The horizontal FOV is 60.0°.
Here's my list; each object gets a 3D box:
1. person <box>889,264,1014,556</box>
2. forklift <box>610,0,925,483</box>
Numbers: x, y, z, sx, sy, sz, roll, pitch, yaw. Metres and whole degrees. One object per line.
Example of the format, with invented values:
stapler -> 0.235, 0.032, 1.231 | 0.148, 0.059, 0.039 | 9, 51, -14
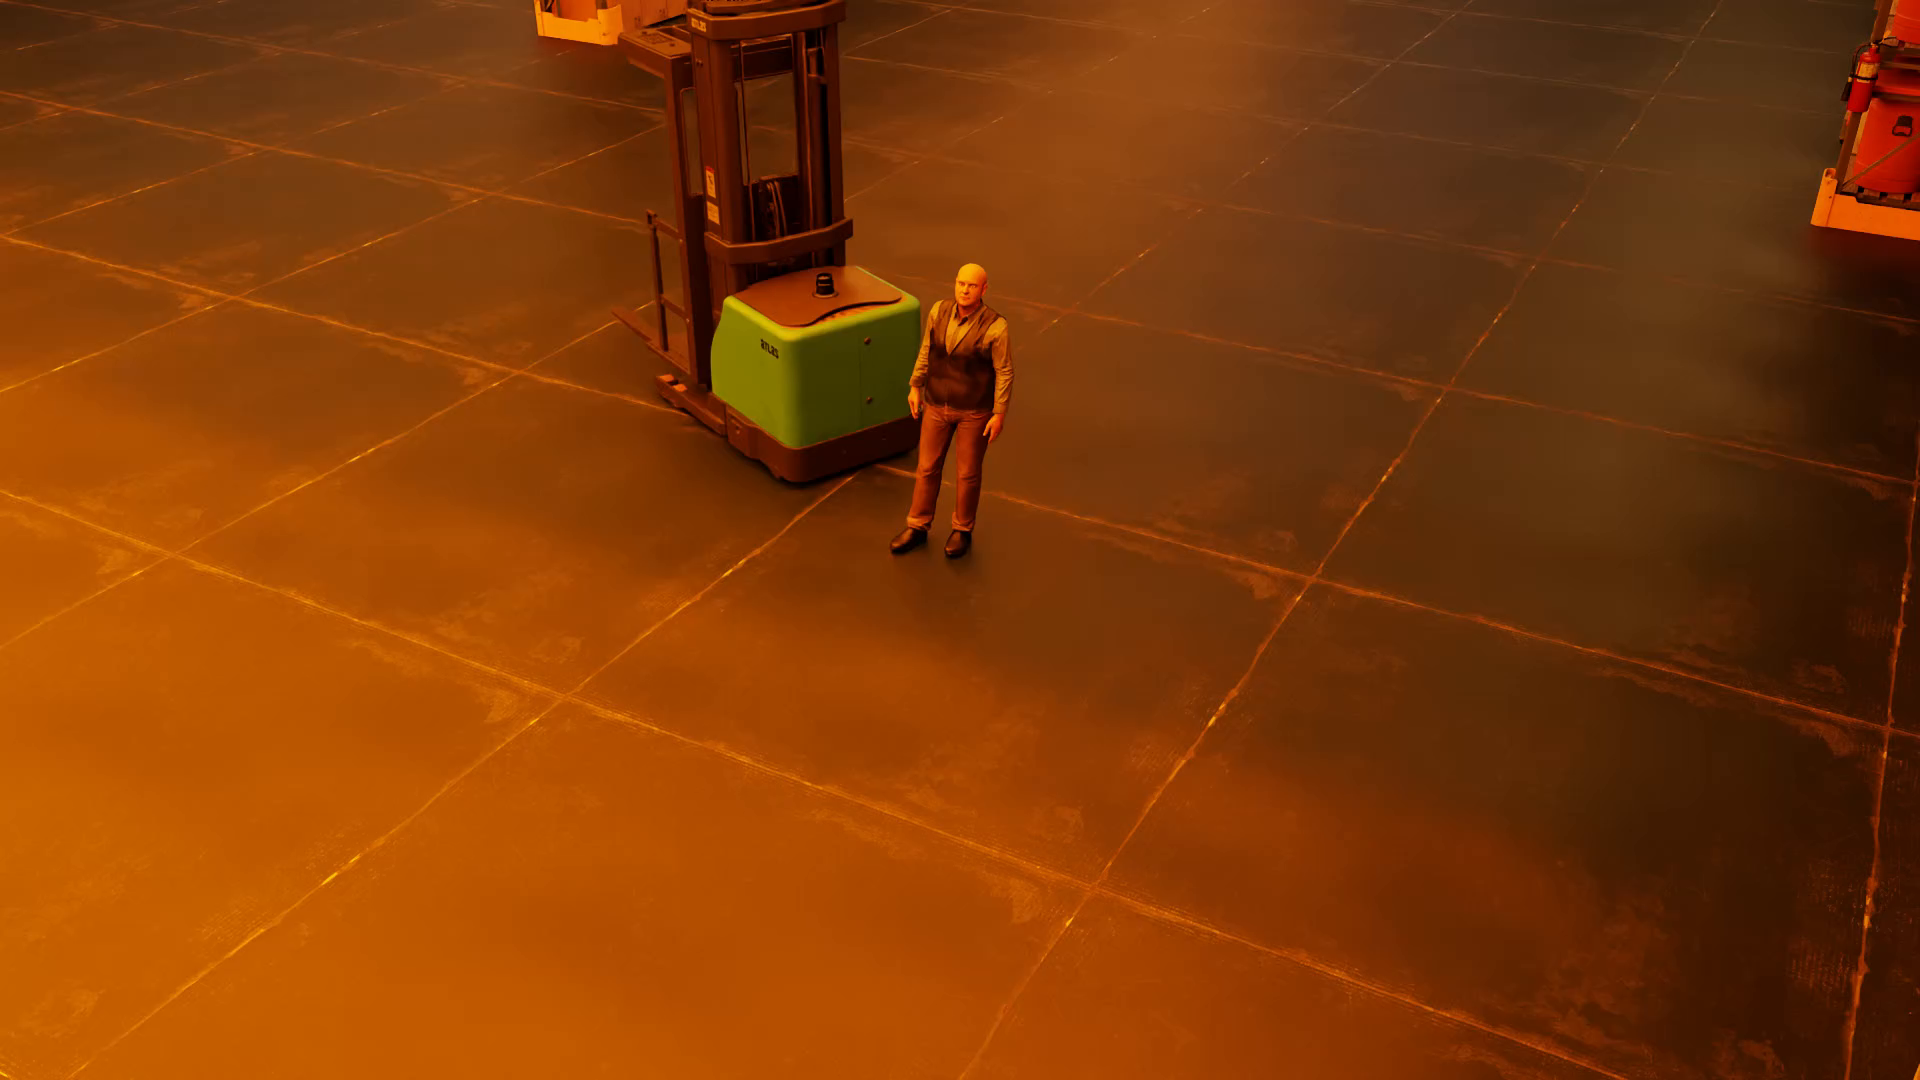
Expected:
person -> -0.037, -0.726, 9.524 | 0.633, 1.722, 0.566 | 15, 33, 25
forklift -> -1.498, -2.315, 11.082 | 1.130, 2.935, 3.031 | -20, 35, -30
